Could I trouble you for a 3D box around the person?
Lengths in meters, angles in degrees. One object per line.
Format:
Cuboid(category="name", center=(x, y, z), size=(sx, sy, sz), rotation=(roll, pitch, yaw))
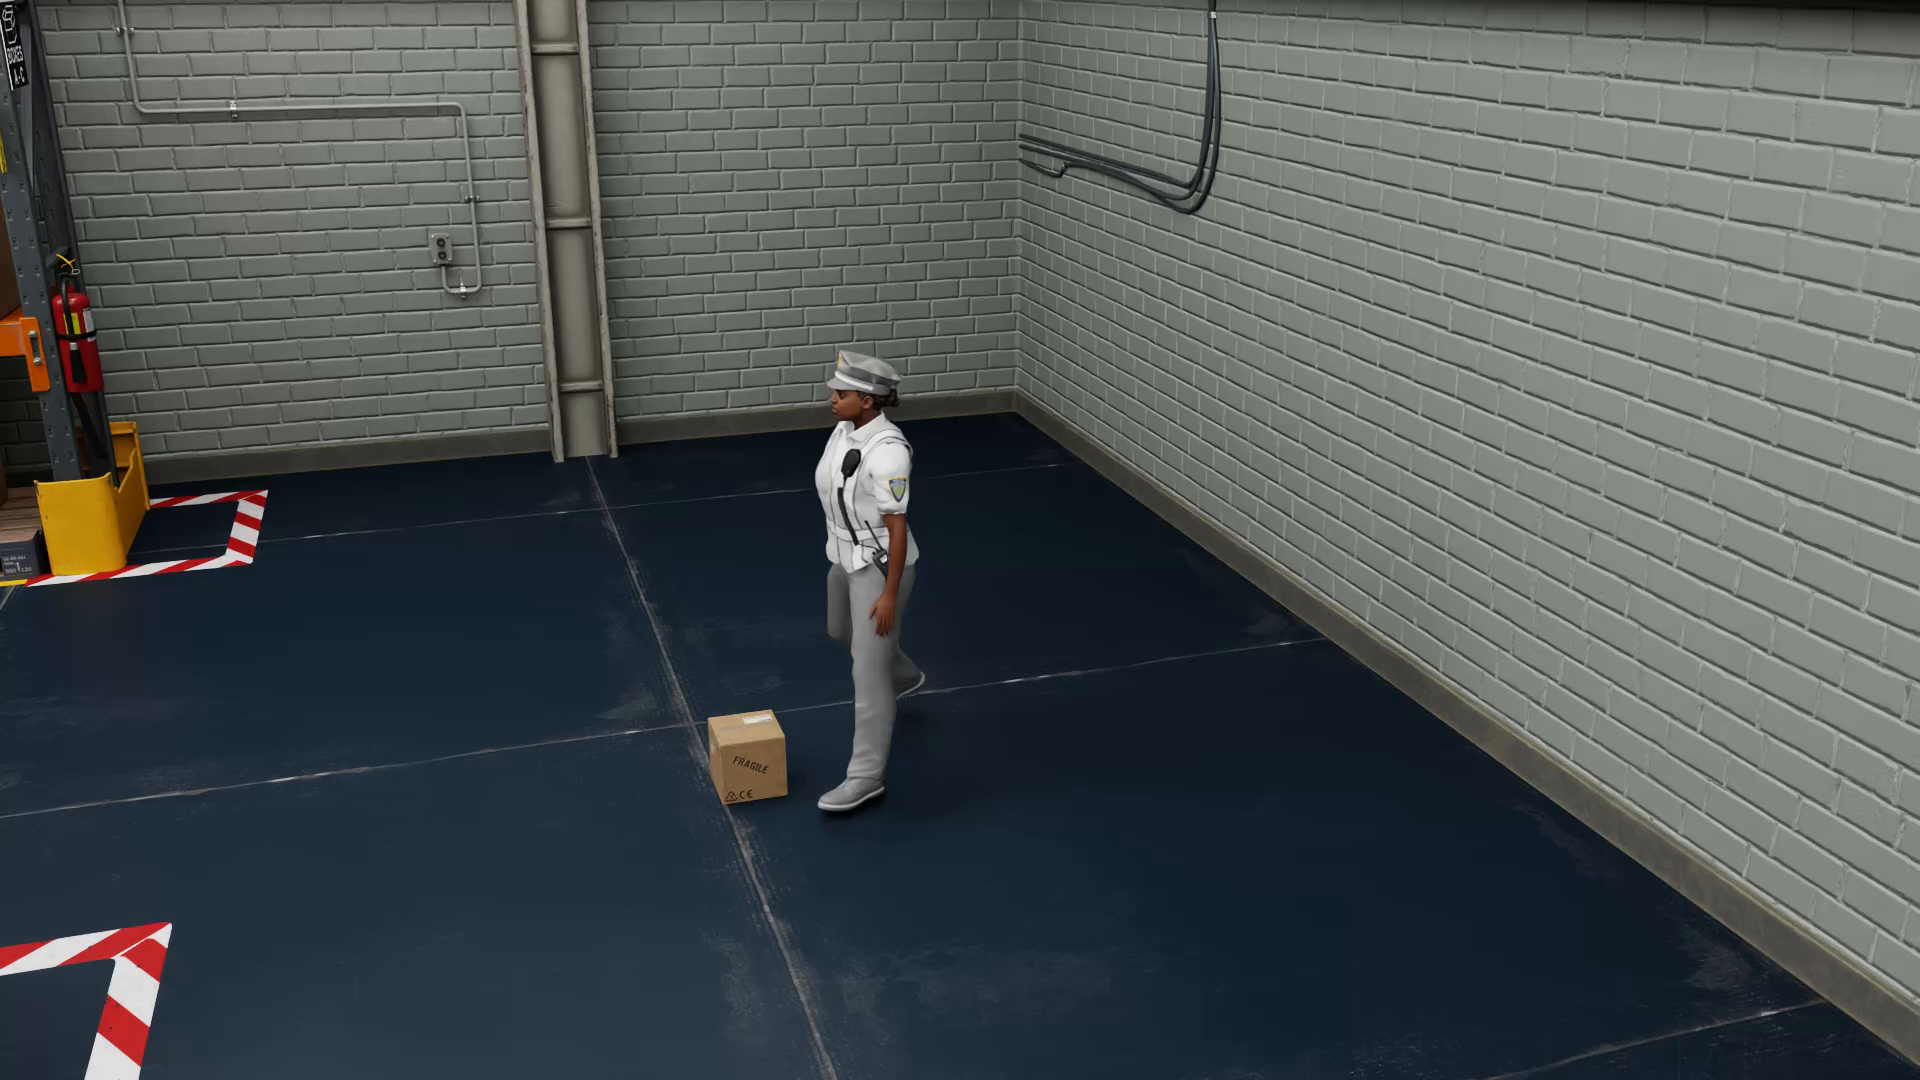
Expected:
Cuboid(category="person", center=(-0.352, 0.072, 6.308), size=(0.724, 1.671, 0.763), rotation=(-10, 22, -26))
